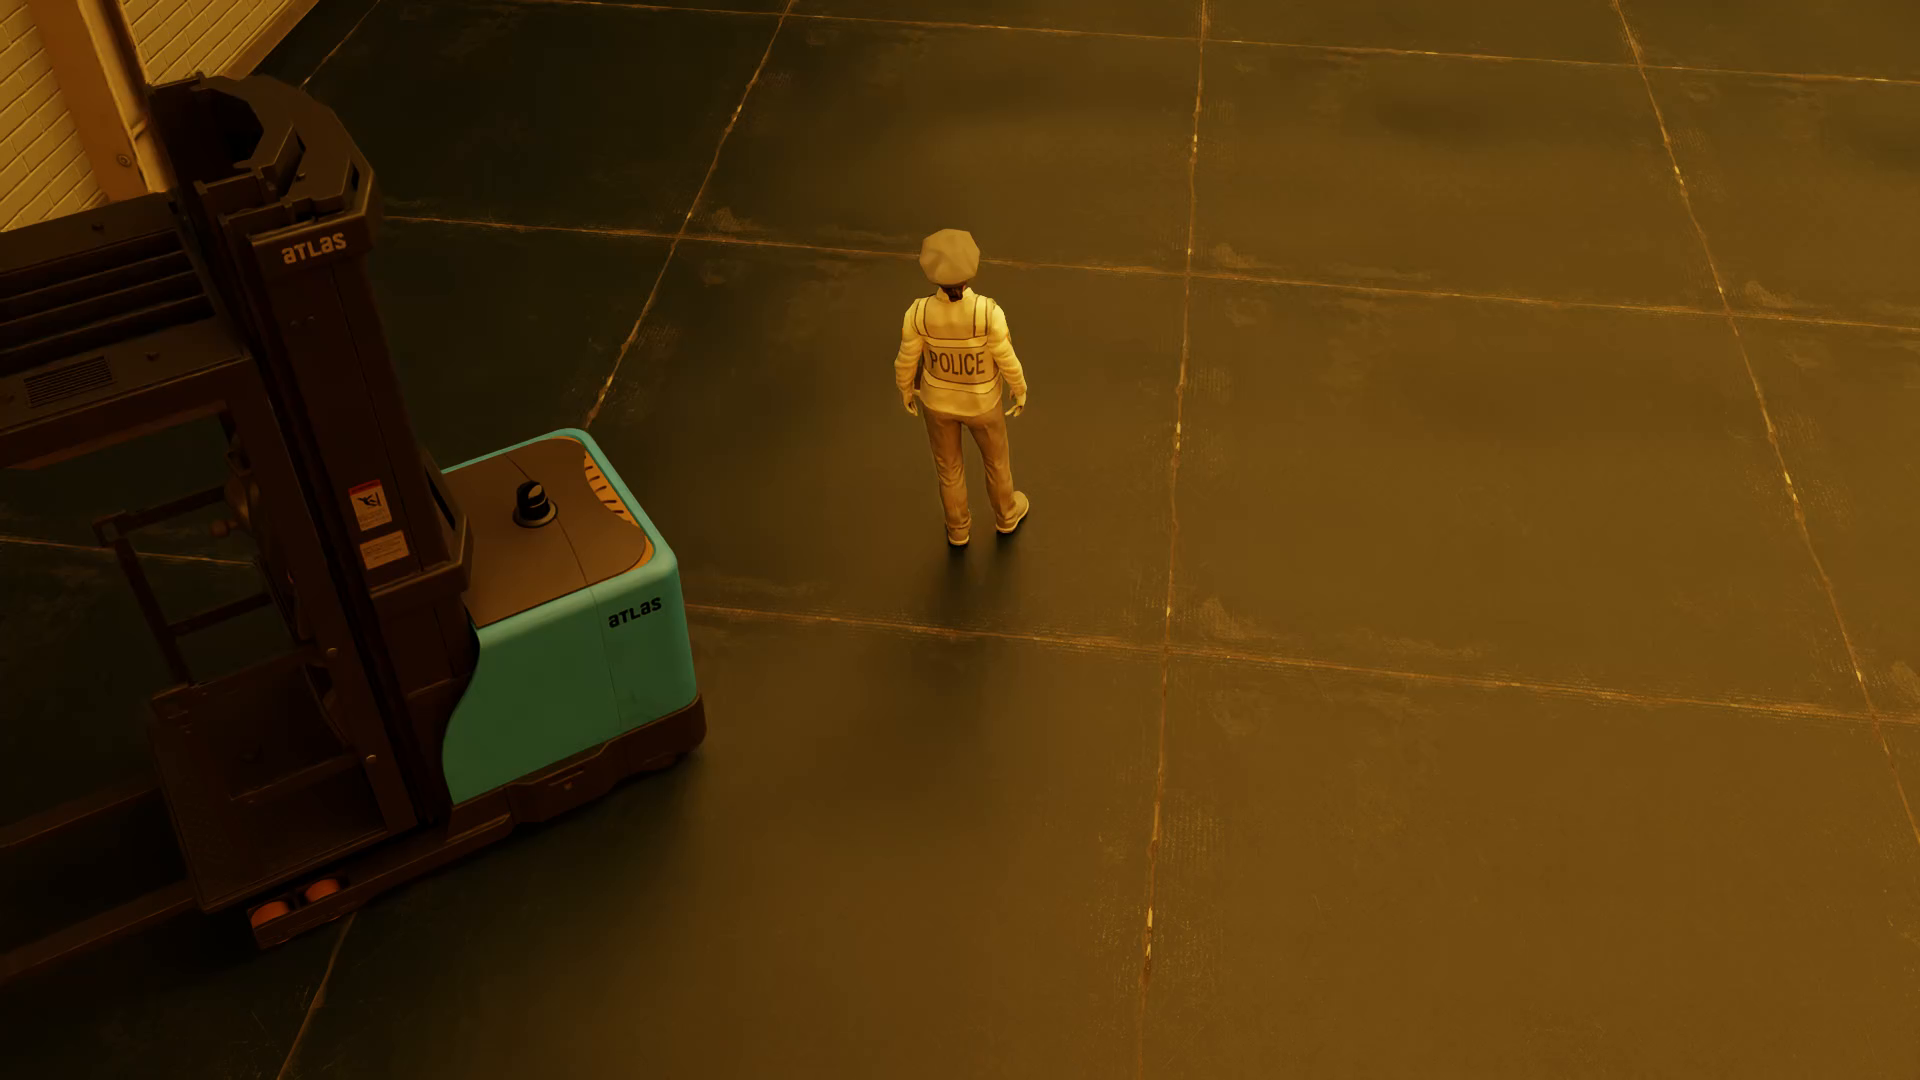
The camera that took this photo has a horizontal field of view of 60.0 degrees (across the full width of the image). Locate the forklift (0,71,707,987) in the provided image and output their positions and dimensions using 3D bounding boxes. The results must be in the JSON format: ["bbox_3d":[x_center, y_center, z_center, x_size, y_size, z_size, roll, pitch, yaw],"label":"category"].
[{"bbox_3d":[-2.580,0.025,5.697,3.031,2.935,1.130,-22,47,-23],"label":"forklift"}]

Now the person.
[{"bbox_3d":[0.016,-0.674,7.362,0.586,1.694,0.531,5,43,6],"label":"person"}]
